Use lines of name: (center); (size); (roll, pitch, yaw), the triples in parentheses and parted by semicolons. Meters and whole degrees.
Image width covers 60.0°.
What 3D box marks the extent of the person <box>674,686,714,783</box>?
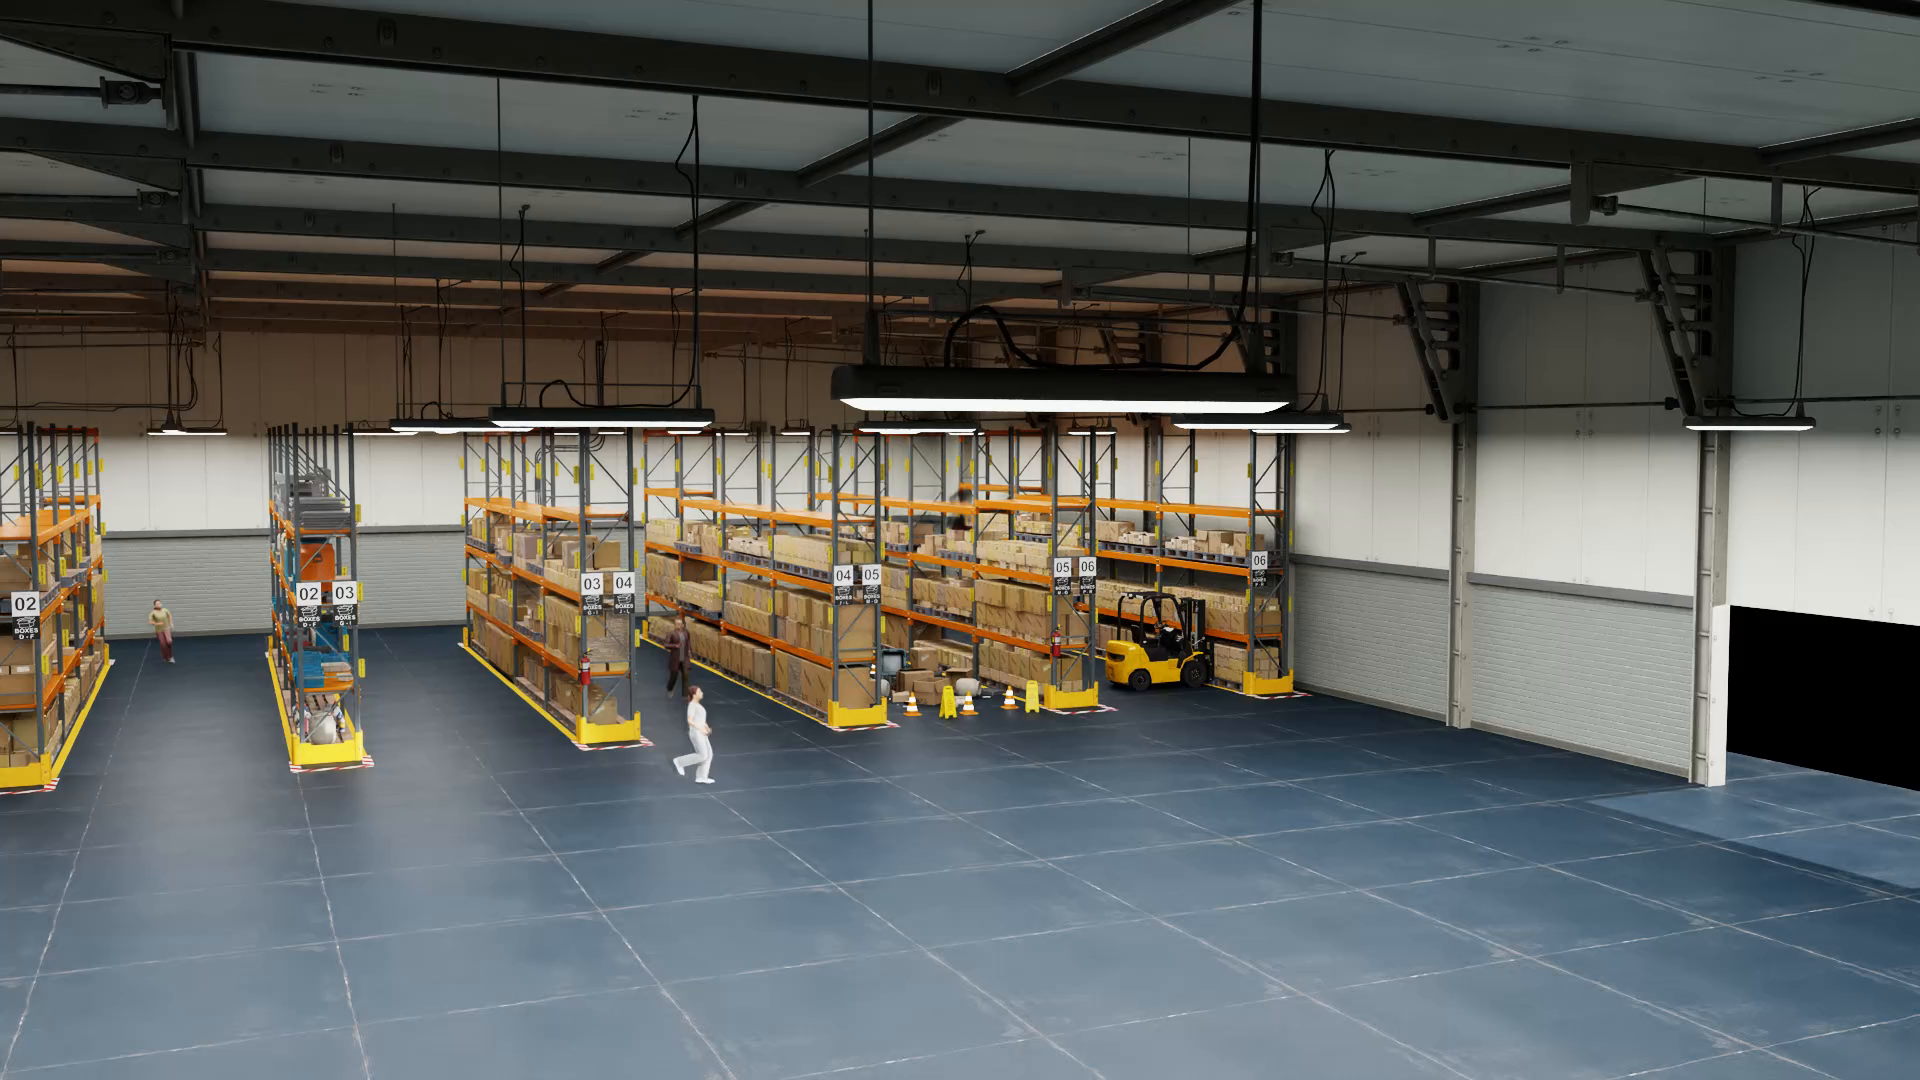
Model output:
person: (-4.415, 3.226, 27.601); (0.657, 1.633, 0.574); (0, 3, 0)

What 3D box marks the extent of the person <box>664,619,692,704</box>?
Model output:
person: (-6.106, 2.610, 36.039); (0.714, 1.786, 1.007); (-2, 4, -31)

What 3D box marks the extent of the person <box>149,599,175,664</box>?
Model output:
person: (-20.266, 2.319, 42.194); (0.590, 1.638, 0.656); (-2, 4, -36)
